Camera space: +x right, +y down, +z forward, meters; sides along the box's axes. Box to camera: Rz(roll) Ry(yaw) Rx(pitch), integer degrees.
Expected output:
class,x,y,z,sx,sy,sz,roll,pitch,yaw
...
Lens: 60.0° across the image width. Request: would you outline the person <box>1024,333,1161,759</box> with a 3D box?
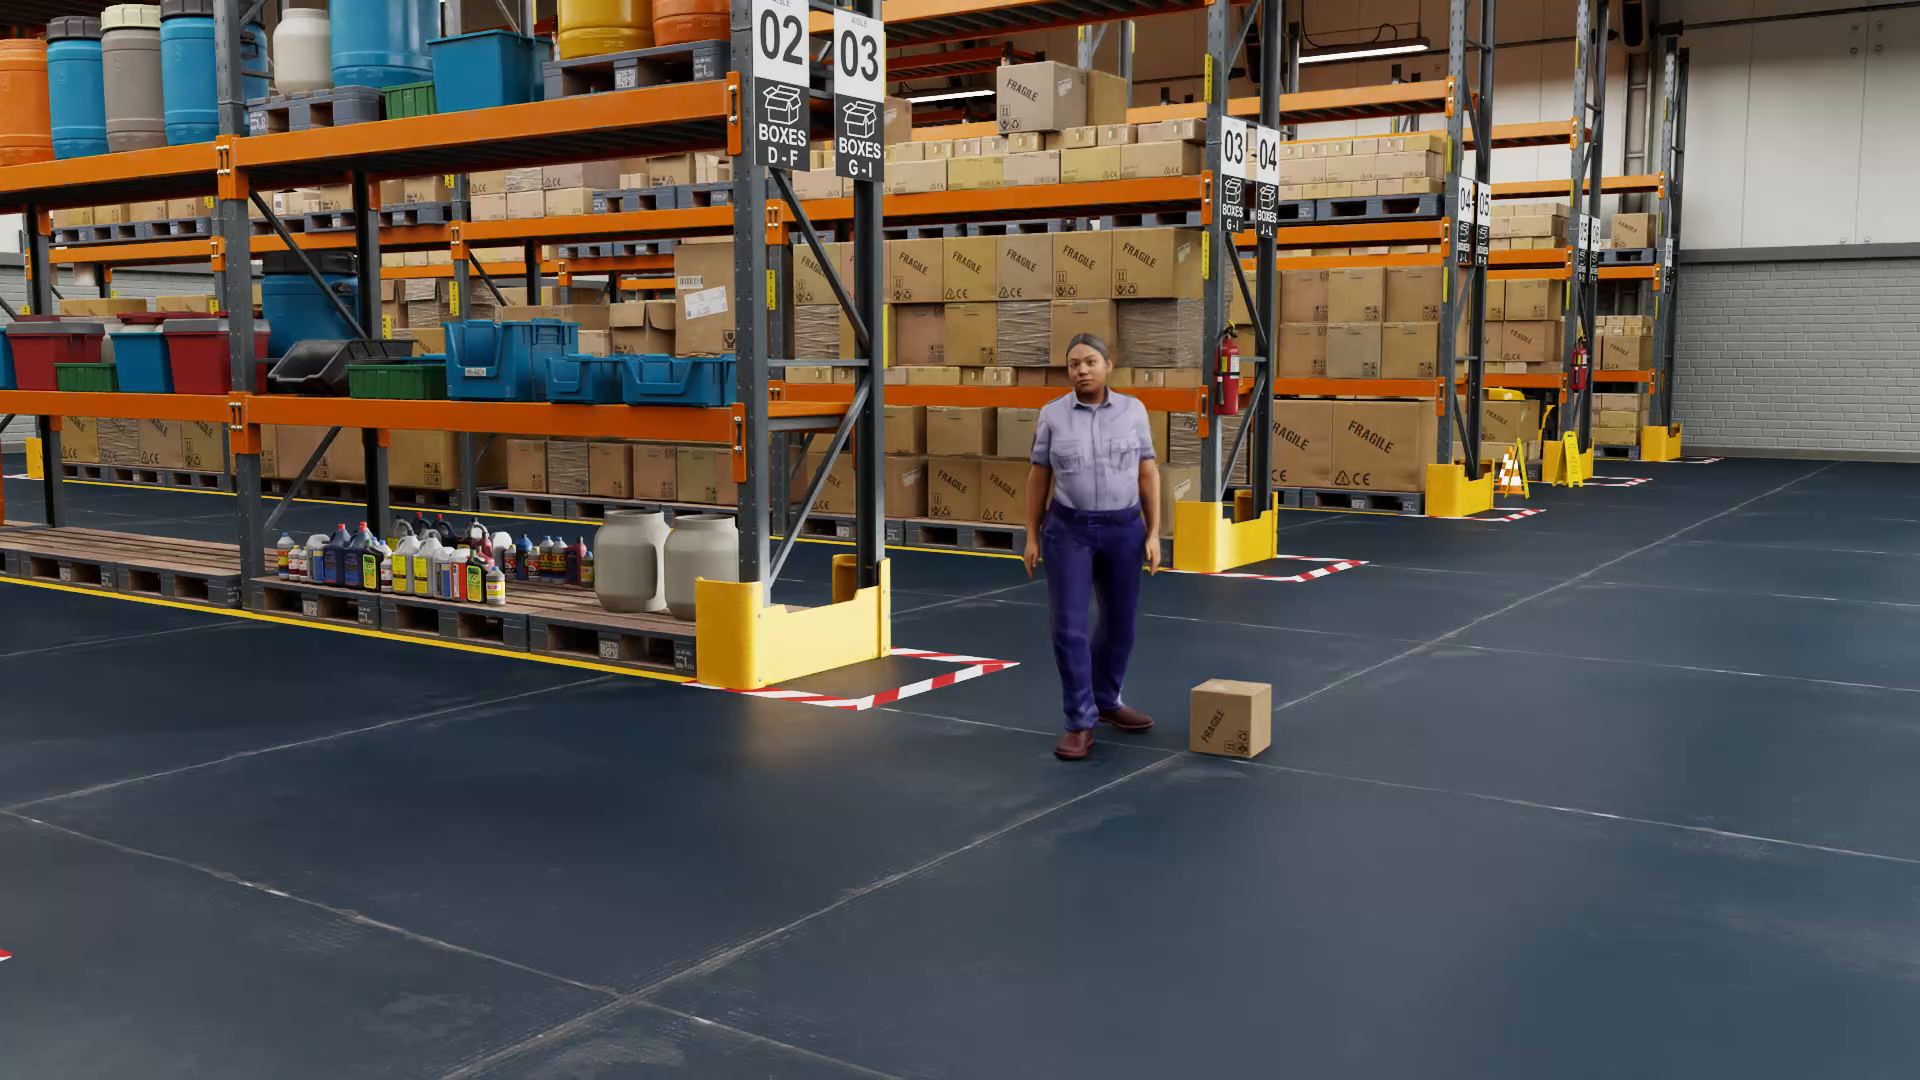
class,x,y,z,sx,sy,sz,roll,pitch,yaw
person,0.530,0.002,6.602,0.554,1.636,0.603,0,6,-4
